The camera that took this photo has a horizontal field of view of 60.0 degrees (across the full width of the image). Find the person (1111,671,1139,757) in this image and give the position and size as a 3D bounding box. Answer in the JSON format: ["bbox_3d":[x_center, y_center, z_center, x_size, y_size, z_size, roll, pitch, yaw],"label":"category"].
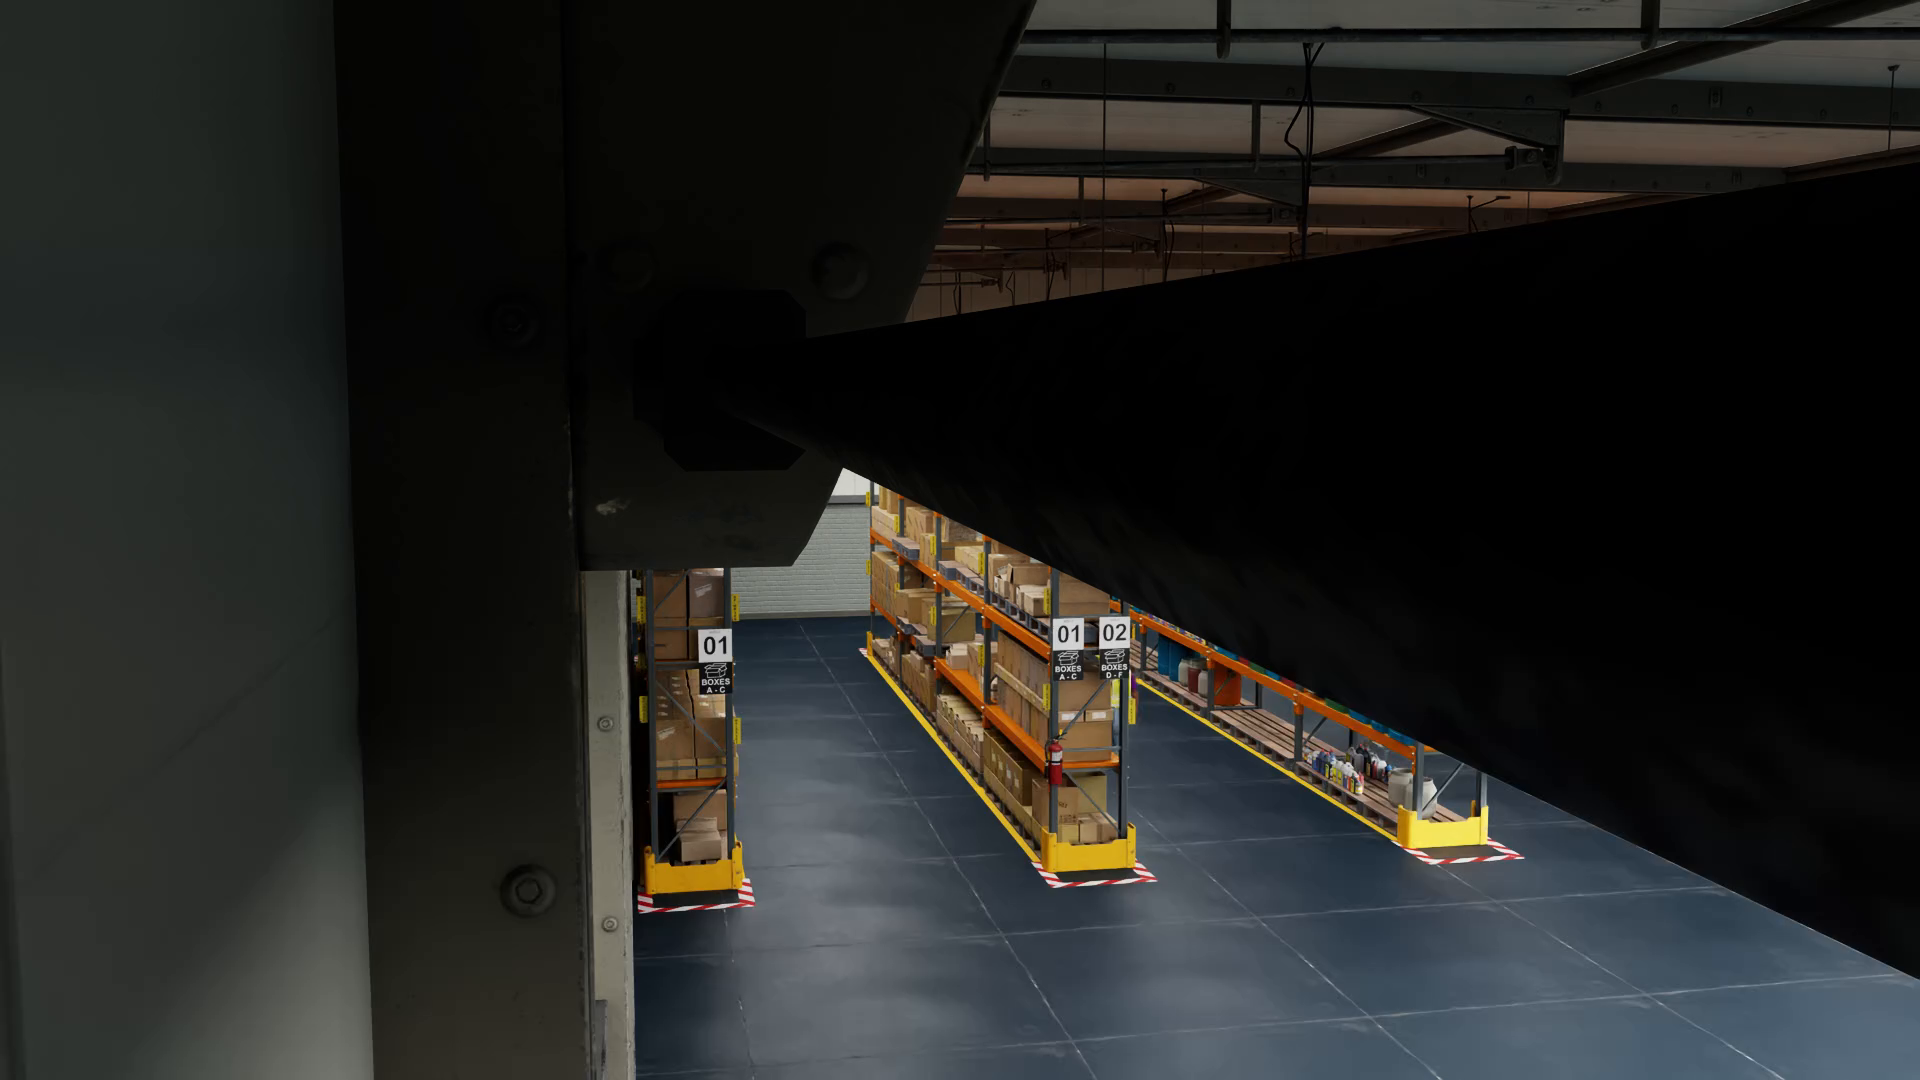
[{"bbox_3d":[2.563,2.686,26.503,0.598,1.746,0.865,-1,6,-10],"label":"person"}]

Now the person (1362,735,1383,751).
[{"bbox_3d":[6.728,2.680,27.383,0.452,1.598,0.426,-1,6,-6],"label":"person"}]
